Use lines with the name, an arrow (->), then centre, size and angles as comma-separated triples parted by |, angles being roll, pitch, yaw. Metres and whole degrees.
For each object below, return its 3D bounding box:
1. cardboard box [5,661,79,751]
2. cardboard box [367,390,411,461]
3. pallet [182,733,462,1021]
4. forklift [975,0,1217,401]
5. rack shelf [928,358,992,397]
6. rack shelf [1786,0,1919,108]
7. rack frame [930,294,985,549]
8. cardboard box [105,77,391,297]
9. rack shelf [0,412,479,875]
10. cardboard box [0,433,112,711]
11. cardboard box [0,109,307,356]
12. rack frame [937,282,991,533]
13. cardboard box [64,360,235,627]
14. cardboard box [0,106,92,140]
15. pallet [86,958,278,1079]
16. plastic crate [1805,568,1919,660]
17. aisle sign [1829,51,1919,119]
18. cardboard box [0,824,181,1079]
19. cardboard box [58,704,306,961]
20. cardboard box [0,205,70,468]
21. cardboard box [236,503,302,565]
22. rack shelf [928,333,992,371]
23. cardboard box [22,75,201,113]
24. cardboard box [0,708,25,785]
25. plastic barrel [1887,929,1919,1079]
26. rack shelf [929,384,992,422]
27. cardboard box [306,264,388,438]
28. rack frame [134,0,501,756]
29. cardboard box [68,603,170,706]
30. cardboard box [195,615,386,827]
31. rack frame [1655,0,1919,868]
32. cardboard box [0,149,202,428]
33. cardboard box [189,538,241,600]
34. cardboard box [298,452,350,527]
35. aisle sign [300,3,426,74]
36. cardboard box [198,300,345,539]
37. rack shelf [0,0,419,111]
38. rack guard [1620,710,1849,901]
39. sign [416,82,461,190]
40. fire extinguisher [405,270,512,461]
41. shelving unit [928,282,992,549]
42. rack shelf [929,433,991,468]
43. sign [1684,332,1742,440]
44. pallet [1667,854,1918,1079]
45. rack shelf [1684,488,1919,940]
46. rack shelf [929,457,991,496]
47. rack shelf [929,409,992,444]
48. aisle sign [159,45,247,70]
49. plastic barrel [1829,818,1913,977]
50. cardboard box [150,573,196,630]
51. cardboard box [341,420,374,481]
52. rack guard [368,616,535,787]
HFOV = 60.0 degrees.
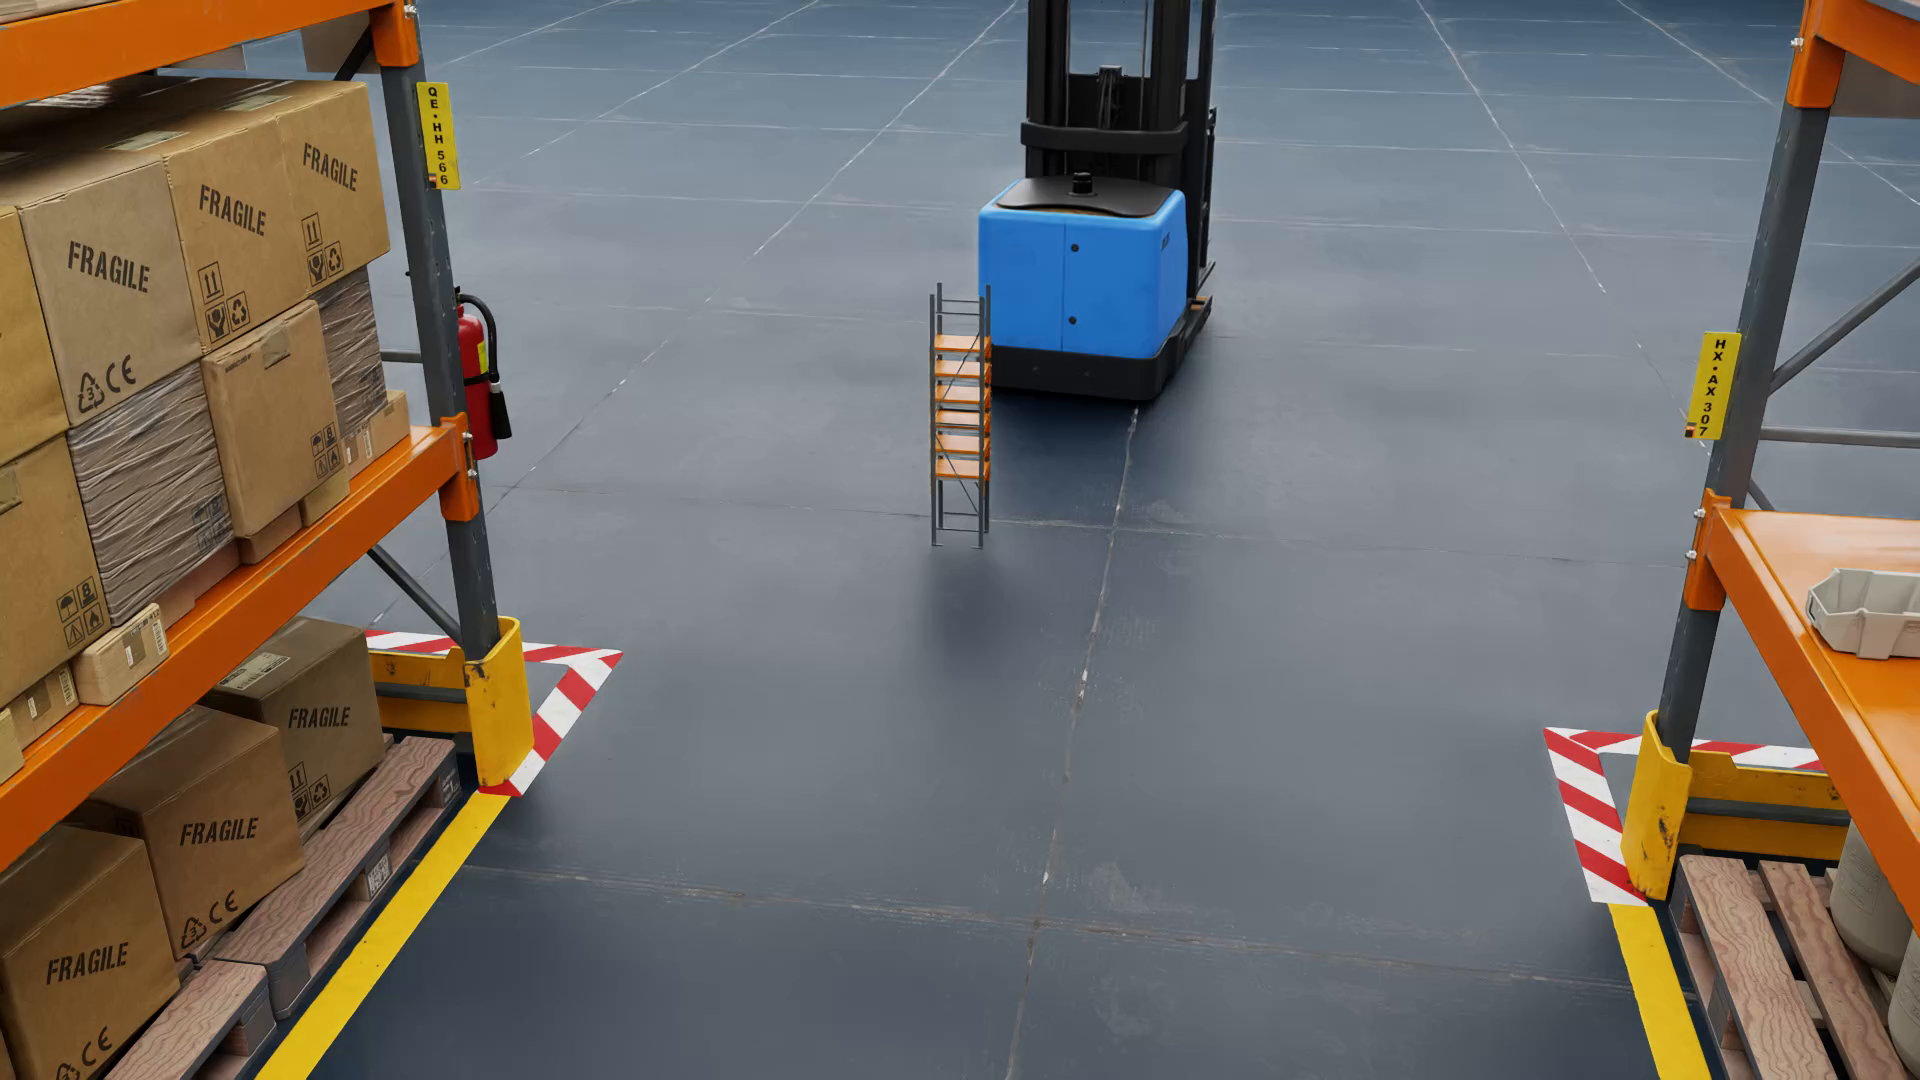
cardboard box -> -2.247, 0.356, 3.747 | 0.380, 0.149, 0.250 | 4, 25, 9
cardboard box -> -1.996, -0.378, 5.316 | 0.380, 0.149, 0.250 | 4, 25, 9
pallet -> -2.333, 1.007, 5.350 | 1.003, 0.211, 1.213 | 4, 25, 9
forklift -> 1.004, -2.703, 10.068 | 1.130, 2.935, 3.031 | 7, 26, 15
rack shelf -> 0.002, -0.727, 7.426 | 0.258, 0.103, 0.180 | 4, 25, 9
rack shelf -> 2.406, -0.479, 2.544 | 1.077, 0.370, 4.000 | 4, 25, 9
rack frame -> -0.013, -0.511, 7.427 | 0.240, 1.200, 0.006 | 4, 25, 9
cardboard box -> -1.999, -1.011, 4.724 | 0.500, 0.500, 0.500 | 4, 25, 9
rack shelf -> -2.480, 0.537, 3.913 | 1.077, 0.370, 4.000 | 4, 25, 9
cardboard box -> -2.451, 0.055, 3.626 | 0.875, 0.500, 0.500 | 4, 25, 9
cardboard box -> -2.075, -0.802, 4.276 | 0.500, 0.500, 0.500 | 4, 25, 9
rack frame -> 0.017, -0.588, 7.590 | 0.240, 1.200, 0.006 | 4, 25, 9
cardboard box -> -2.358, -0.154, 4.071 | 0.875, 0.500, 0.500 | 4, 25, 9
cardboard box -> -2.601, -0.838, 4.355 | 0.500, 0.500, 0.500 | 4, 25, 9
pallet -> -2.535, 1.515, 4.264 | 1.003, 0.211, 1.213 | 4, 25, 9
plastic crate -> 2.269, 0.189, 4.119 | 0.298, 0.136, 0.250 | 4, 25, 9
aisle sign -> 2.456, -1.510, 4.371 | 0.394, 0.787, 0.004 | 4, 25, 9
cardboard box -> -2.457, 1.089, 4.338 | 0.500, 0.500, 0.500 | 6, 26, 13
cardboard box -> -2.336, 0.829, 4.894 | 0.500, 0.500, 0.500 | 11, 27, 22
cardboard box -> -2.250, -0.384, 3.384 | 0.500, 0.500, 0.500 | 4, 25, 9
cardboard box -> -2.084, -0.062, 4.641 | 0.380, 0.149, 0.250 | 4, 25, 9
rack shelf -> 0.002, -0.835, 7.375 | 0.258, 0.103, 0.180 | 4, 25, 9
cardboard box -> -2.512, -1.047, 4.801 | 0.500, 0.500, 0.500 | 4, 25, 9
cardboard box -> -2.243, 0.464, 3.517 | 0.380, 0.149, 0.250 | 4, 25, 9
plastic barrel -> 2.619, 1.144, 4.206 | 0.421, 0.512, 0.421 | 0, 25, 0
rack shelf -> 0.002, -0.618, 7.477 | 0.258, 0.103, 0.180 | 4, 25, 9
cardboard box -> -2.270, -0.577, 4.976 | 0.875, 0.500, 0.500 | 4, 25, 9
rack frame -> -2.153, -0.625, 5.548 | 1.000, 3.000, 0.127 | 4, 25, 9
cardboard box -> -2.138, 0.256, 3.960 | 0.380, 0.149, 0.250 | 4, 25, 9
cardboard box -> -2.272, 0.577, 5.433 | 0.500, 0.500, 0.500 | 9, 27, 18
rack frame -> 2.733, -0.282, 4.815 | 1.000, 3.000, 0.127 | 4, 25, 9
cardboard box -> -2.160, -0.593, 3.830 | 0.500, 0.500, 0.500 | 4, 25, 9
cardboard box -> -2.166, 0.040, 4.423 | 0.380, 0.149, 0.250 | 4, 25, 9
cardboard box -> -2.028, -0.165, 4.862 | 0.380, 0.149, 0.250 | 4, 25, 9
aisle sign -> -1.847, -1.808, 5.008 | 0.394, 0.787, 0.004 | 4, 25, 9
cardboard box -> -2.234, -0.360, 4.512 | 0.875, 0.500, 0.500 | 4, 25, 9
rack shelf -> -2.480, -0.822, 3.277 | 1.077, 0.370, 4.000 | 4, 25, 9
rack guard -> 2.767, 0.885, 5.270 | 1.175, 0.500, 0.348 | 4, 25, 9
sign -> -1.609, -1.246, 5.135 | 0.100, 0.325, 0.005 | 4, 25, 9
fire extinguisher -> -1.680, -0.606, 5.598 | 0.296, 0.674, 0.183 | 4, 25, 9
shelving unit -> 0.002, -0.549, 7.509 | 0.258, 1.200, 0.189 | 4, 25, 9
rack shelf -> 0.002, -0.401, 7.578 | 0.258, 0.103, 0.180 | 4, 25, 9
sign -> 2.191, -0.448, 4.841 | 0.100, 0.325, 0.005 | 4, 25, 9
pallet -> 2.629, 1.355, 4.606 | 1.003, 0.211, 1.213 | 4, 25, 9
rack shelf -> 2.406, 0.880, 3.180 | 1.077, 0.370, 4.000 | 4, 25, 9
rack shelf -> 0.002, -0.292, 7.629 | 0.258, 0.103, 0.180 | 4, 25, 9
rack shelf -> 0.002, -0.509, 7.527 | 0.258, 0.103, 0.180 | 4, 25, 9
aisle sign -> -2.439, -1.850, 5.097 | 0.394, 0.787, 0.004 | 4, 25, 9
plastic barrel -> 2.701, 0.935, 4.654 | 0.421, 0.512, 0.421 | 0, 25, 0
cardboard box -> -2.184, 0.146, 4.197 | 0.380, 0.149, 0.250 | 4, 25, 9
cardboard box -> -2.038, -0.274, 5.093 | 0.380, 0.149, 0.250 | 4, 25, 9
rack guard -> -2.166, 0.538, 6.010 | 1.175, 0.500, 0.348 | 4, 25, 9
